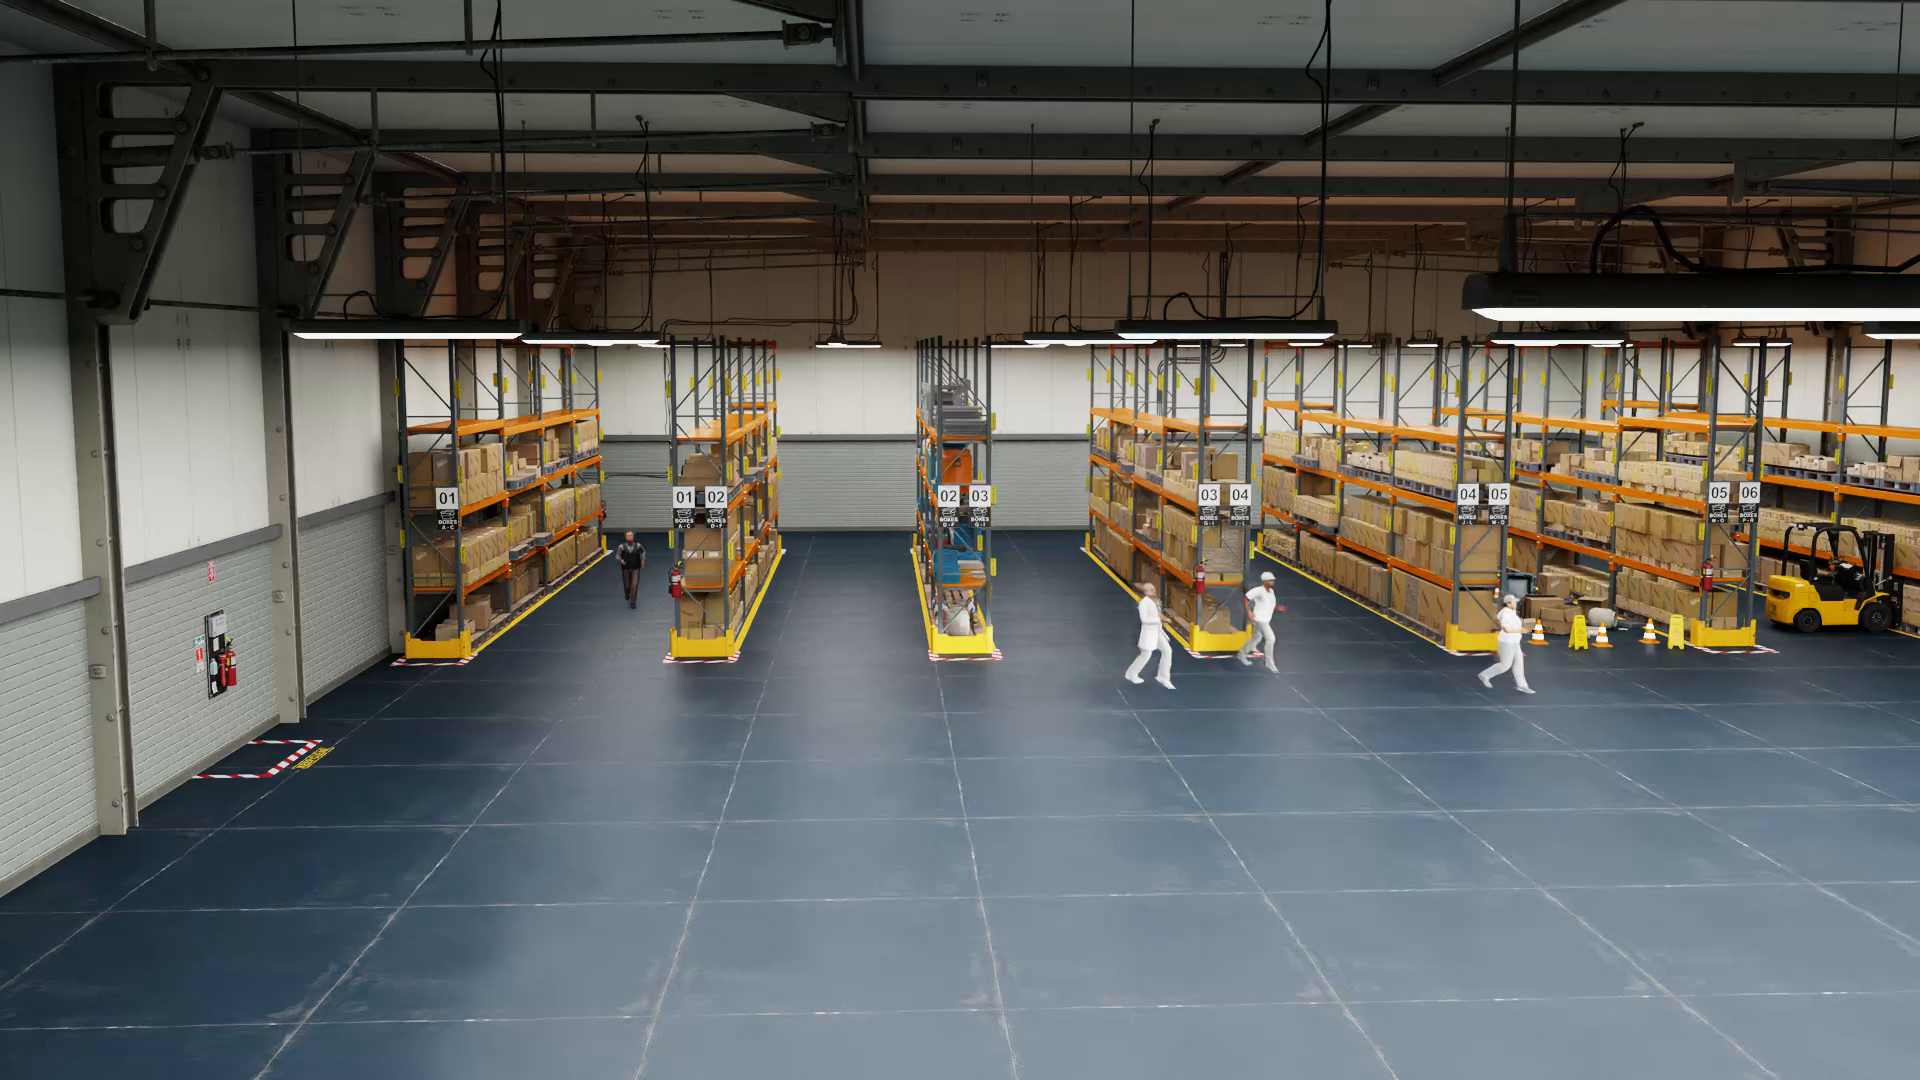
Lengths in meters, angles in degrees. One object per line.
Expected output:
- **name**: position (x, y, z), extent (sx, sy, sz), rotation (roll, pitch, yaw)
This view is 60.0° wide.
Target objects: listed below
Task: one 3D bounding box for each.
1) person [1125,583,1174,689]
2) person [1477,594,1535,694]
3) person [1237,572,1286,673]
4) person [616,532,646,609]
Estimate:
- **person**: position (3.254, 1.639, 28.429), extent (0.875, 1.823, 0.726), rotation (4, 8, 34)
- **person**: position (9.154, 1.735, 27.780), extent (0.924, 1.666, 0.606), rotation (3, 7, 25)
- **person**: position (5.405, 1.463, 29.911), extent (0.915, 1.802, 0.617), rotation (4, 7, 30)
- **person**: position (-7.338, 0.664, 37.135), extent (0.676, 1.689, 0.971), rotation (-1, 7, -12)
